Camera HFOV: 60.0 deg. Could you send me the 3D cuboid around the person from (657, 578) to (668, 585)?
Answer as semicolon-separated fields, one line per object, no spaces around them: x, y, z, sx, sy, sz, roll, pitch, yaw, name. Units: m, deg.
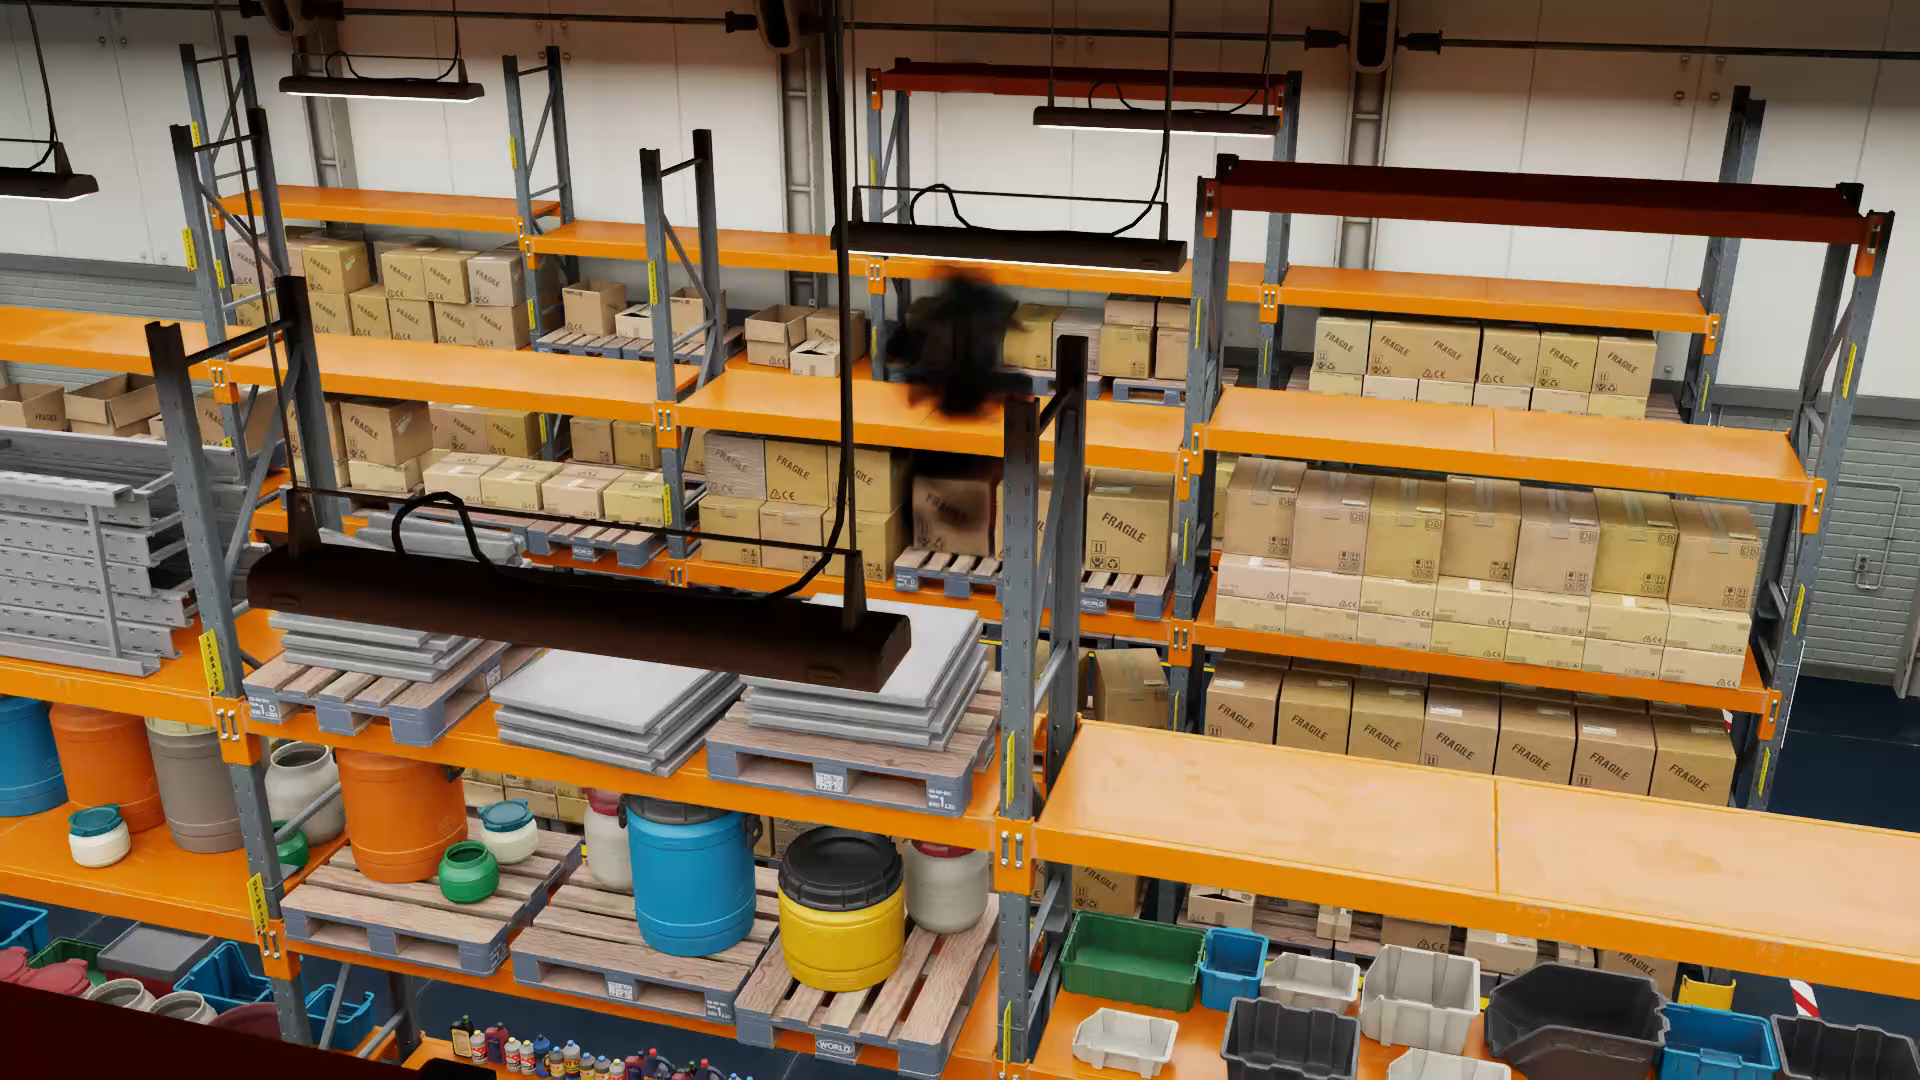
-2.751;1.014;16.078;0.943;1.773;0.710;4;23;9;person
